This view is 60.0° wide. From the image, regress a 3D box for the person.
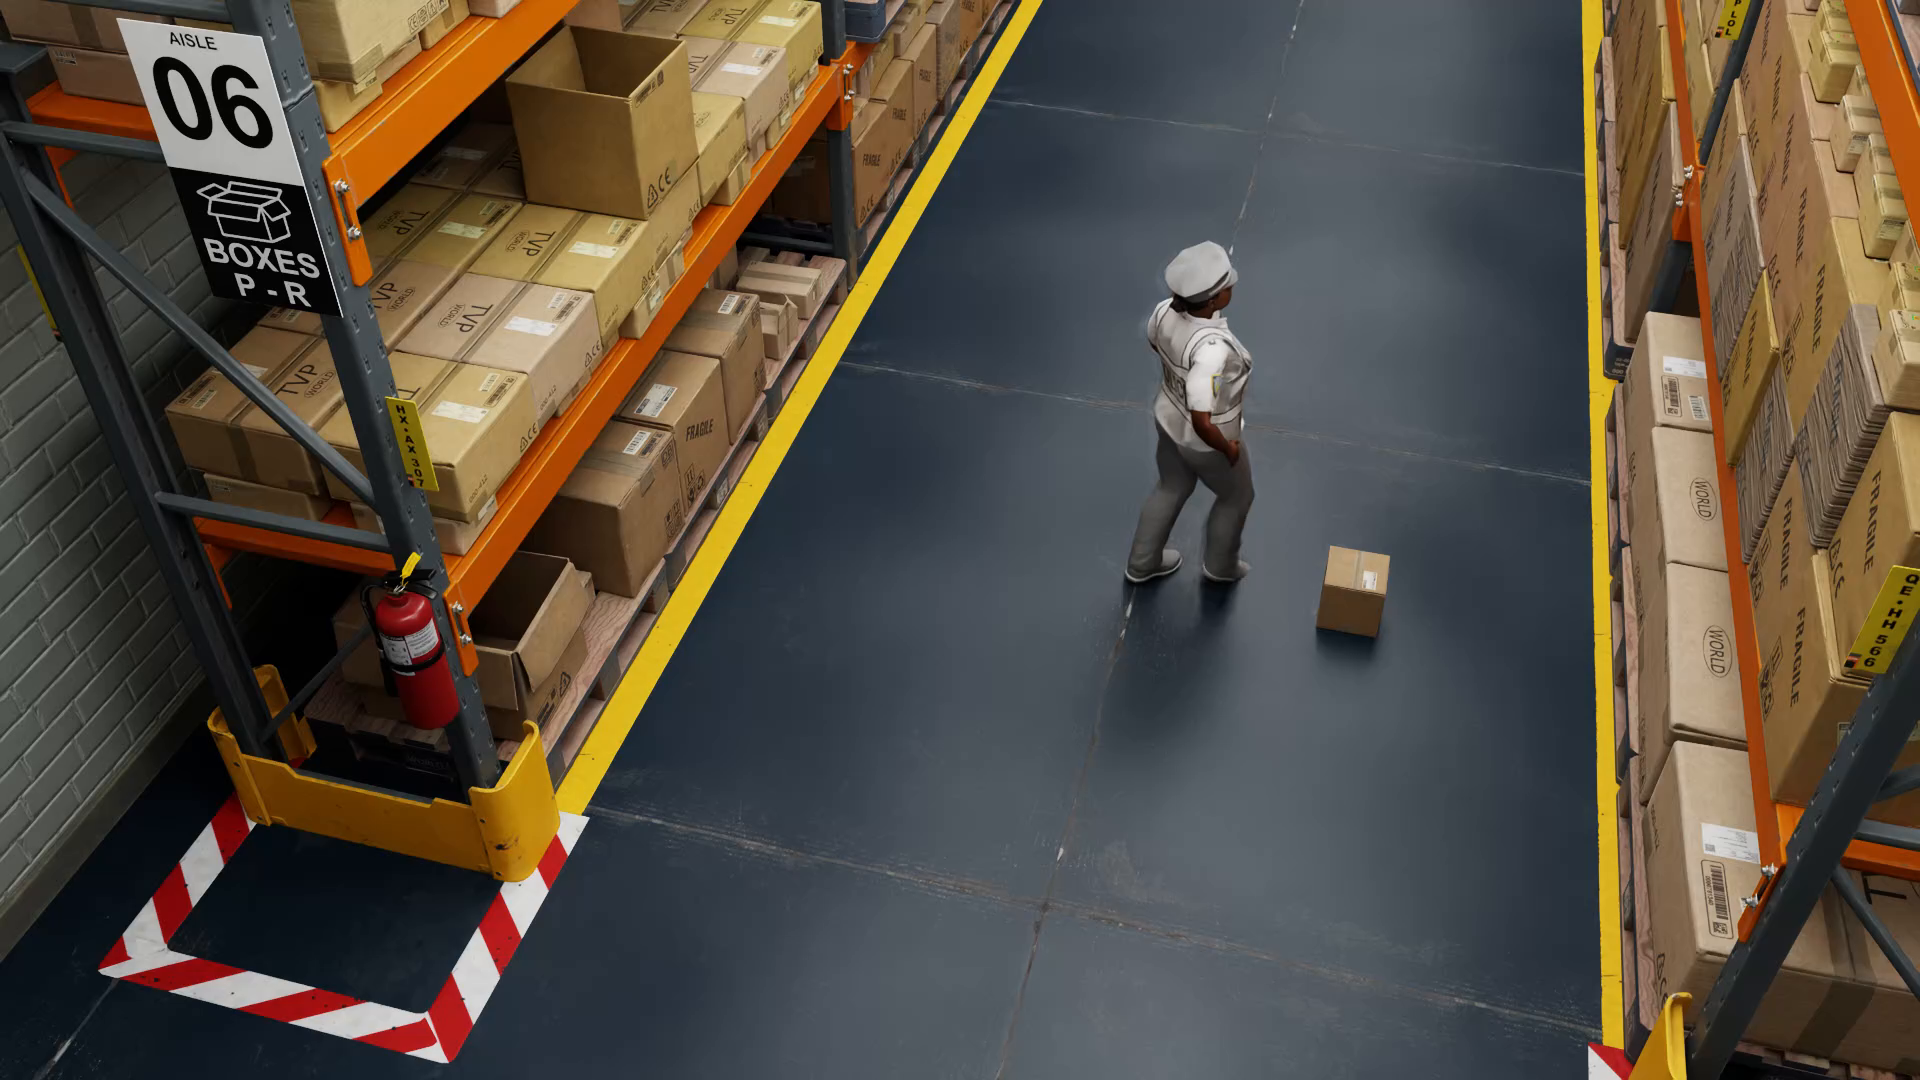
[{"bbox_3d":[1.024,-0.442,6.687,0.577,1.745,0.635,-16,44,-18],"label":"person"}]
